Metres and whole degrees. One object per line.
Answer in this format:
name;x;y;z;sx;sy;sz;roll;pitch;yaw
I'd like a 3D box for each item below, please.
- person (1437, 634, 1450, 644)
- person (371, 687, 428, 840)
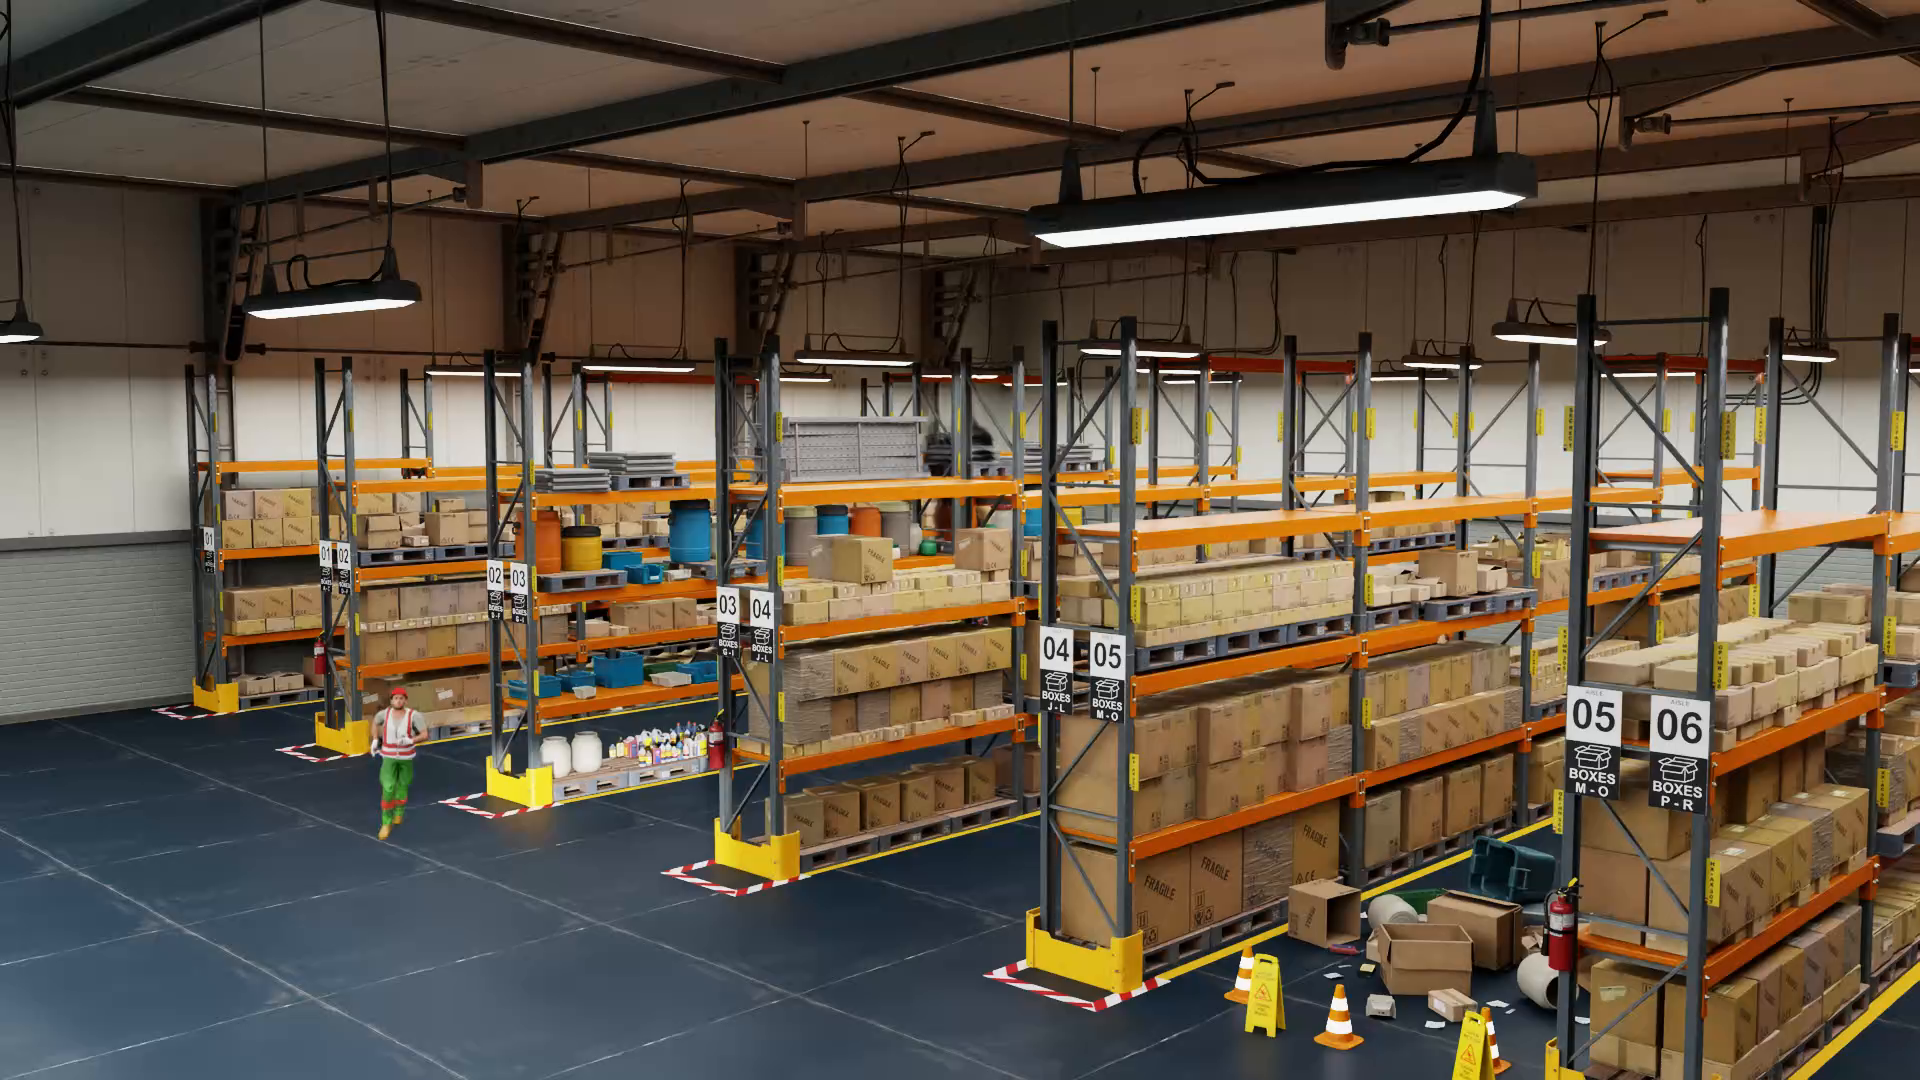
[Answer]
person;7.745;2.300;26.629;0.581;1.639;0.780;4;6;43
person;-6.902;2.708;20.501;0.674;1.829;0.724;-1;5;-18
